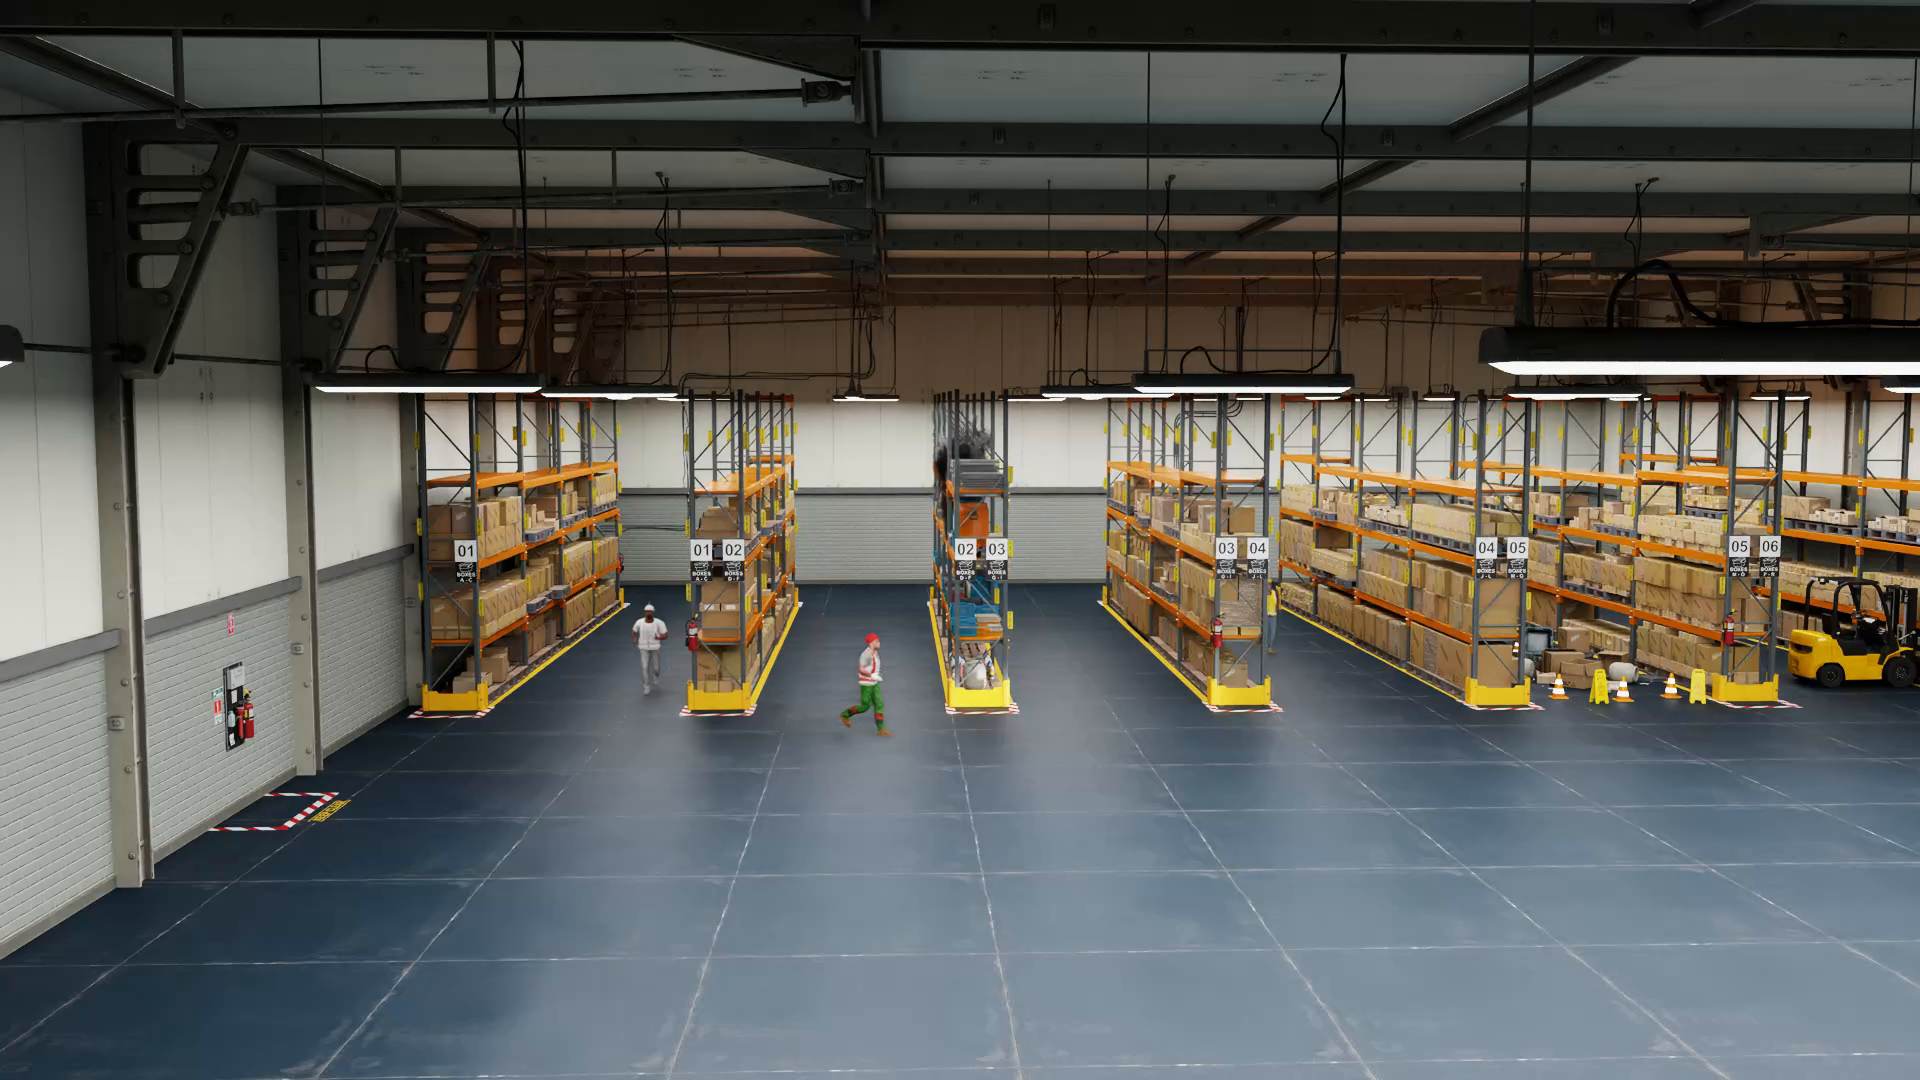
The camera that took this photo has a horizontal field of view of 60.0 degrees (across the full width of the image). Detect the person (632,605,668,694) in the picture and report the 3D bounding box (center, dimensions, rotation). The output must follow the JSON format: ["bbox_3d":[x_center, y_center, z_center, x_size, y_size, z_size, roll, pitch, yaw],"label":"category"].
[{"bbox_3d":[-6.171,2.158,33.024,0.703,1.743,0.907,0,5,-5],"label":"person"}]

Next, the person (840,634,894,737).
[{"bbox_3d":[-1.605,2.496,28.752,0.993,1.773,0.684,1,5,15],"label":"person"}]

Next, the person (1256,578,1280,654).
[{"bbox_3d":[7.075,1.742,38.274,0.700,1.738,0.801,-1,5,-14],"label":"person"}]
